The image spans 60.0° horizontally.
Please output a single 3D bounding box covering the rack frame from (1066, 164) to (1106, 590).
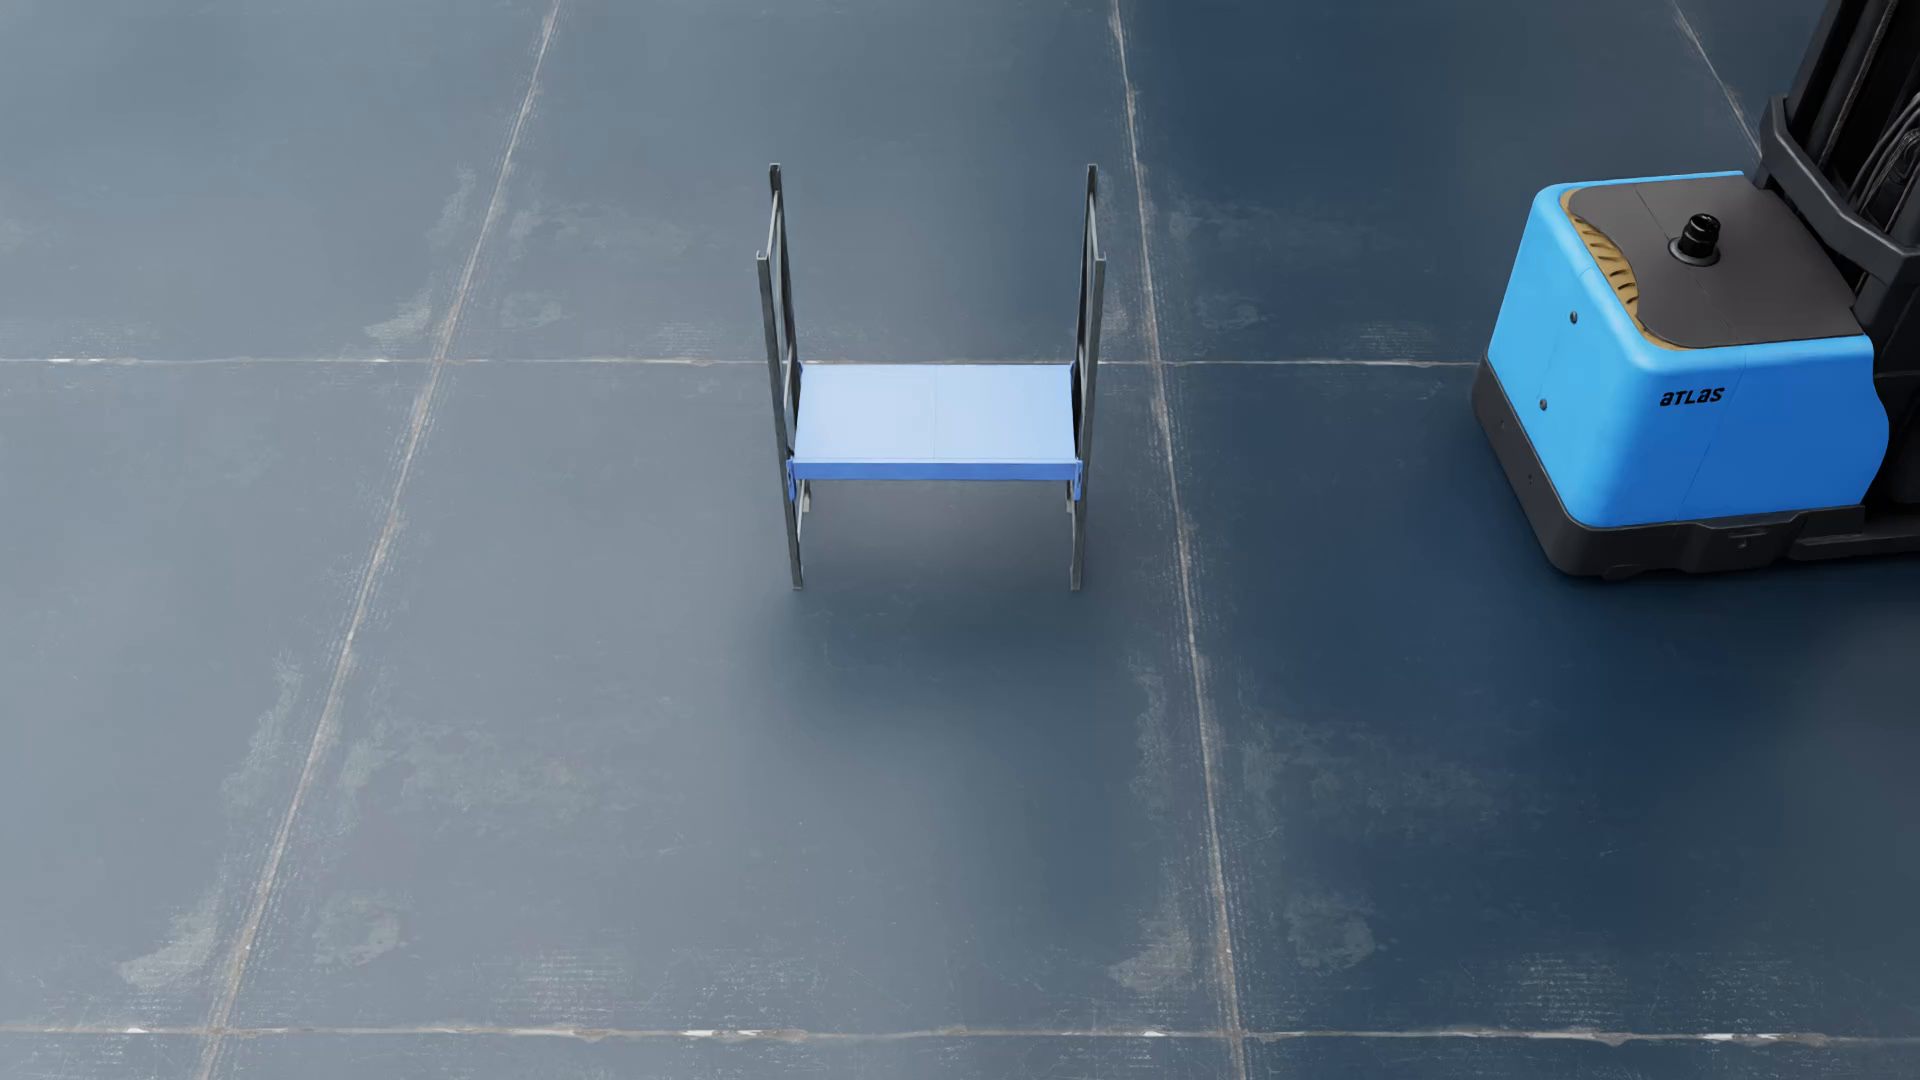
[{"bbox_3d":[0.423,-0.510,5.700,0.032,1.500,0.500,0,47,0],"label":"rack frame"}]

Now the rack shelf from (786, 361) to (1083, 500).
[{"bbox_3d":[-0.085,-0.389,5.833,1.000,0.185,0.538,0,47,0],"label":"rack shelf"}]

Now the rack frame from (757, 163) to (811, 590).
[{"bbox_3d":[-0.594,-0.513,5.703,0.032,1.500,0.500,0,47,0],"label":"rack frame"}]

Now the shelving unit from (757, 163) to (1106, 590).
[{"bbox_3d":[-0.085,-0.511,5.701,1.048,1.500,0.538,0,47,0],"label":"shelving unit"}]

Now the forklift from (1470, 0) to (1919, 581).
[{"bbox_3d":[3.603,-1.327,5.483,3.031,2.935,1.130,-5,47,-5],"label":"forklift"}]
